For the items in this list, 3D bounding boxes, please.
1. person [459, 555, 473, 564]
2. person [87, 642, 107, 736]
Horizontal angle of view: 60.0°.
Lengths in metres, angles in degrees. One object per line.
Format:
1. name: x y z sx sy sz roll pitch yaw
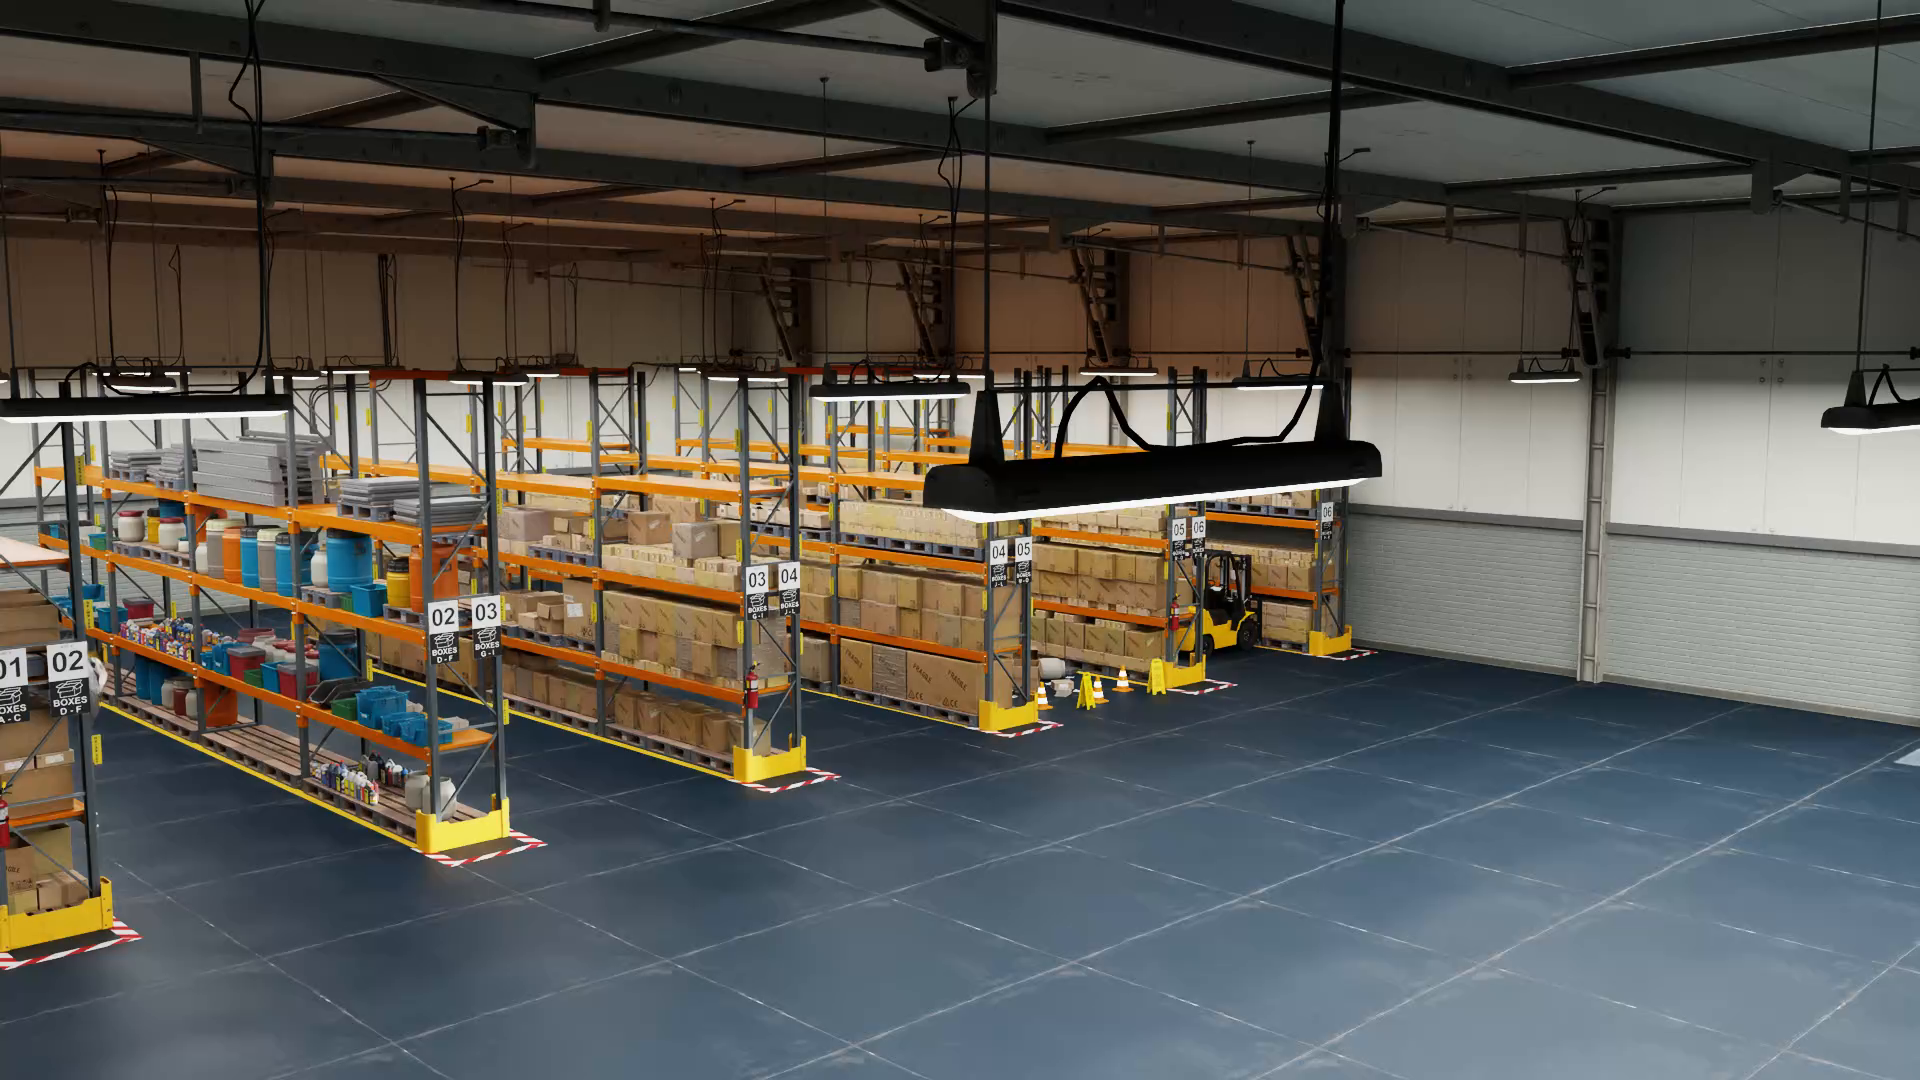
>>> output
1. person: -11.538 1.074 38.793 0.772 1.734 1.038 0 6 -1
2. person: -14.218 2.459 27.047 0.644 1.681 0.759 -5 8 -35
